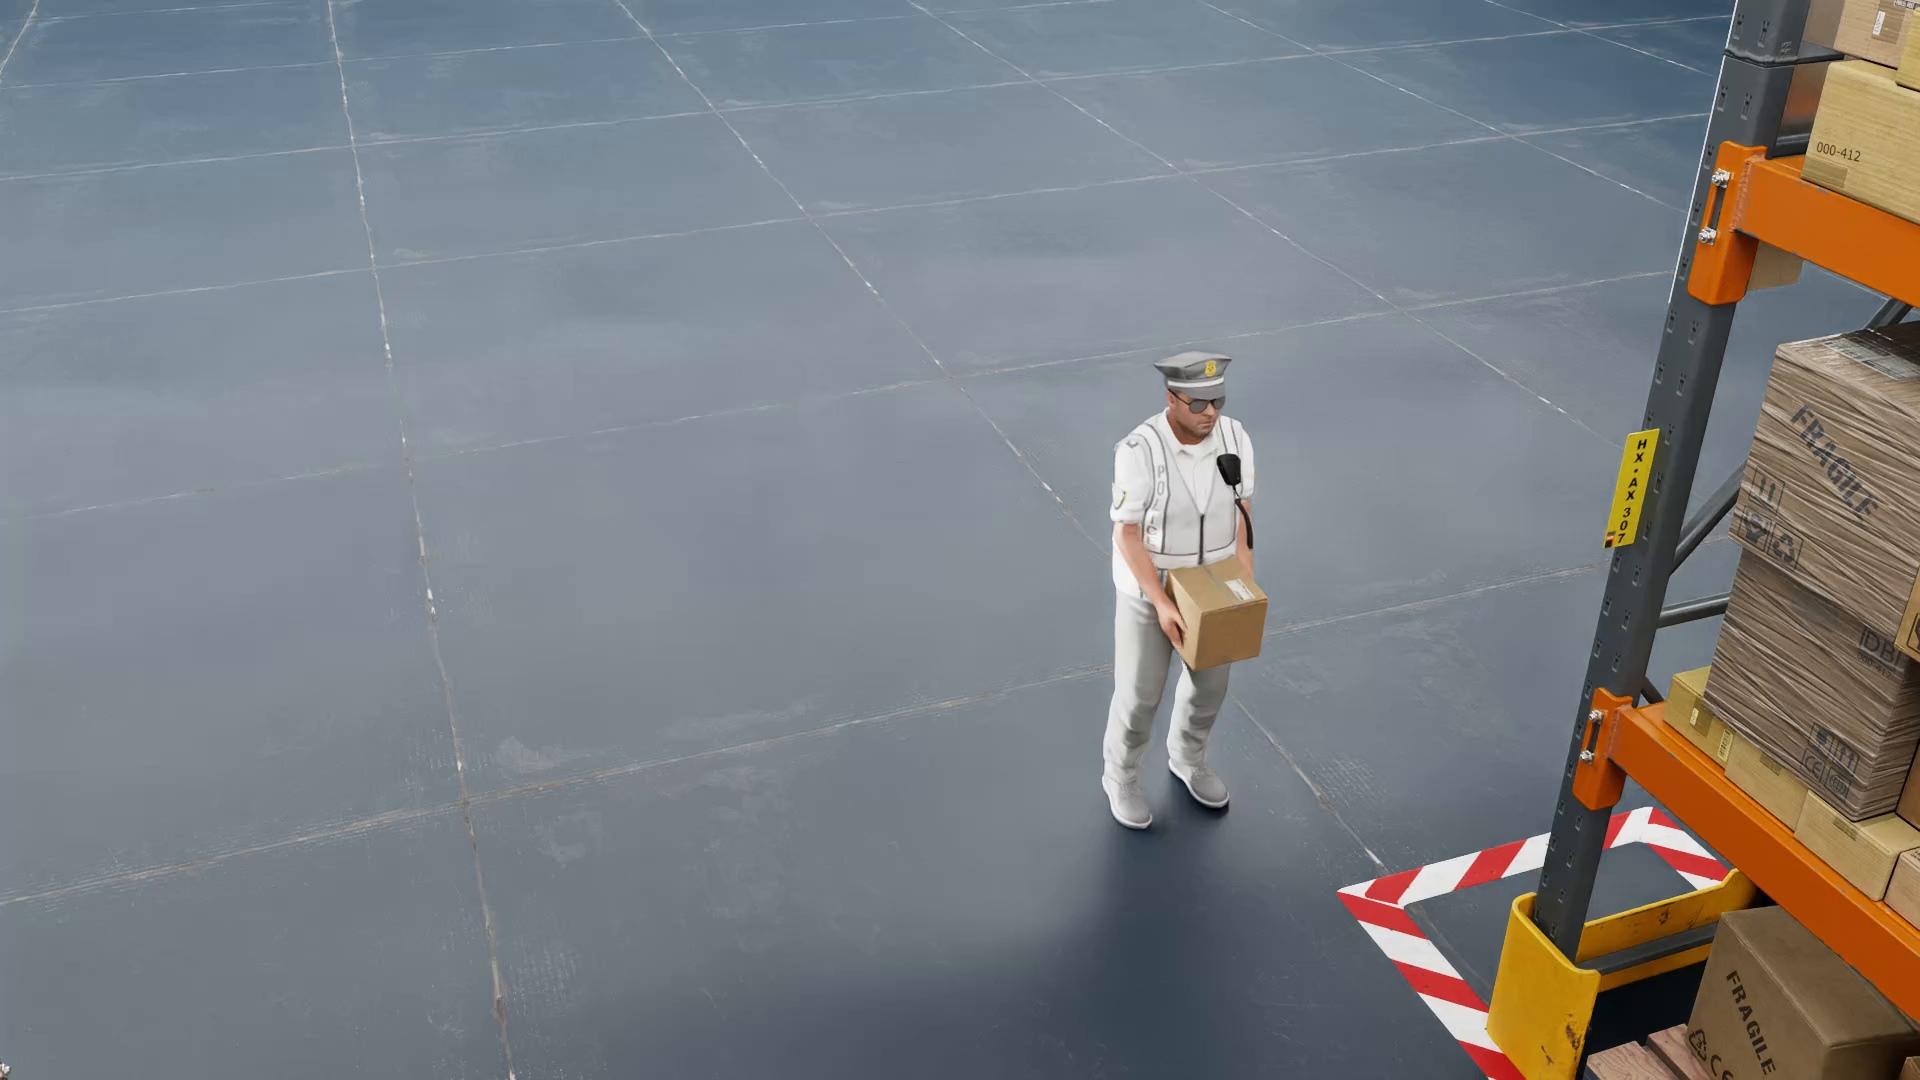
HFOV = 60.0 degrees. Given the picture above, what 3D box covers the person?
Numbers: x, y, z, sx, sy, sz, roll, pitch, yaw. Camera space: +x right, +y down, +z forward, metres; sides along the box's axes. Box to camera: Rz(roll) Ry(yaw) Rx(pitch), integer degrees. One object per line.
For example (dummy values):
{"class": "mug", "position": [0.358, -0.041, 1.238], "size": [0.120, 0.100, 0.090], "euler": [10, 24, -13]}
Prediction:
{"class": "person", "position": [0.783, 0.182, 5.774], "size": [0.527, 1.773, 0.525], "euler": [-11, 31, -18]}
